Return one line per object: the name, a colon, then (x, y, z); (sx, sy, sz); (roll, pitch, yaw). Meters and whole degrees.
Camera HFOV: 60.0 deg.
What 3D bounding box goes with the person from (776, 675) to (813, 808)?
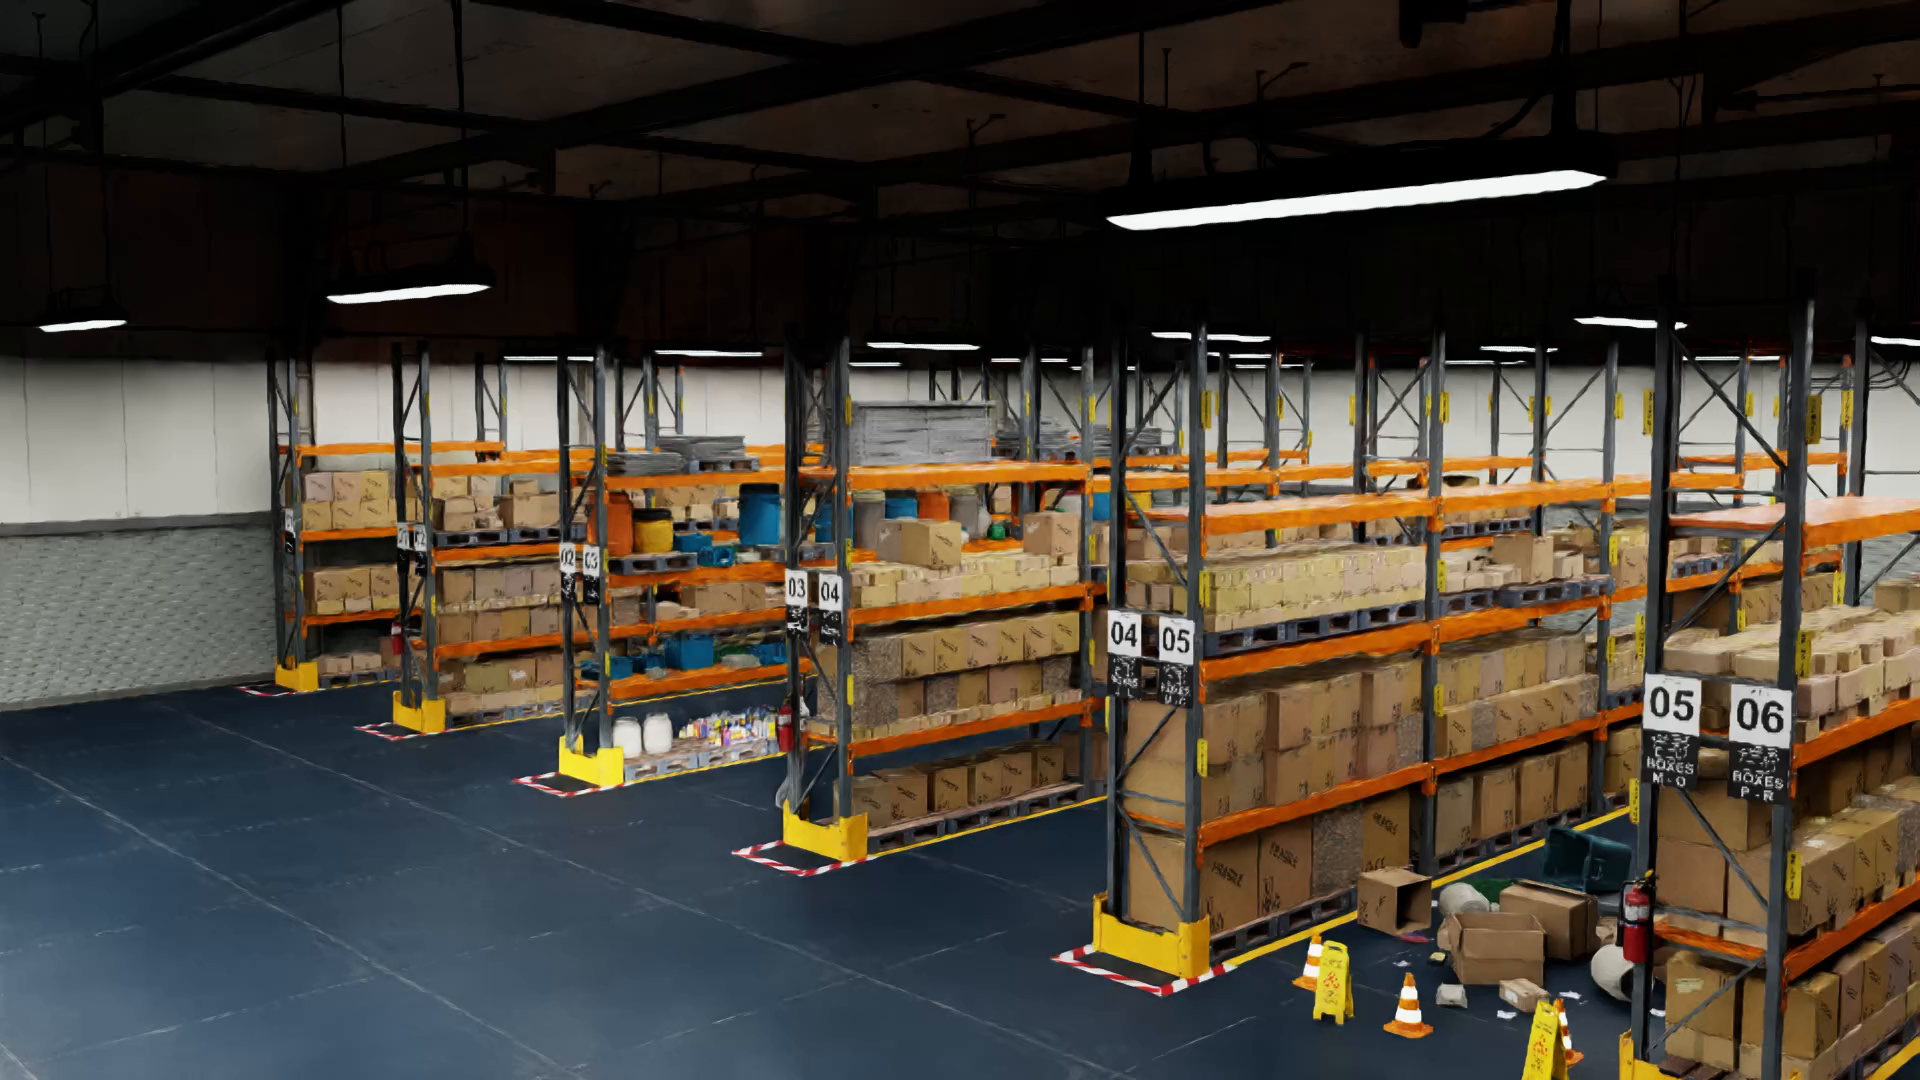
person: (-2.092, 2.532, 20.791); (0.417, 1.674, 0.497); (1, 5, 16)
